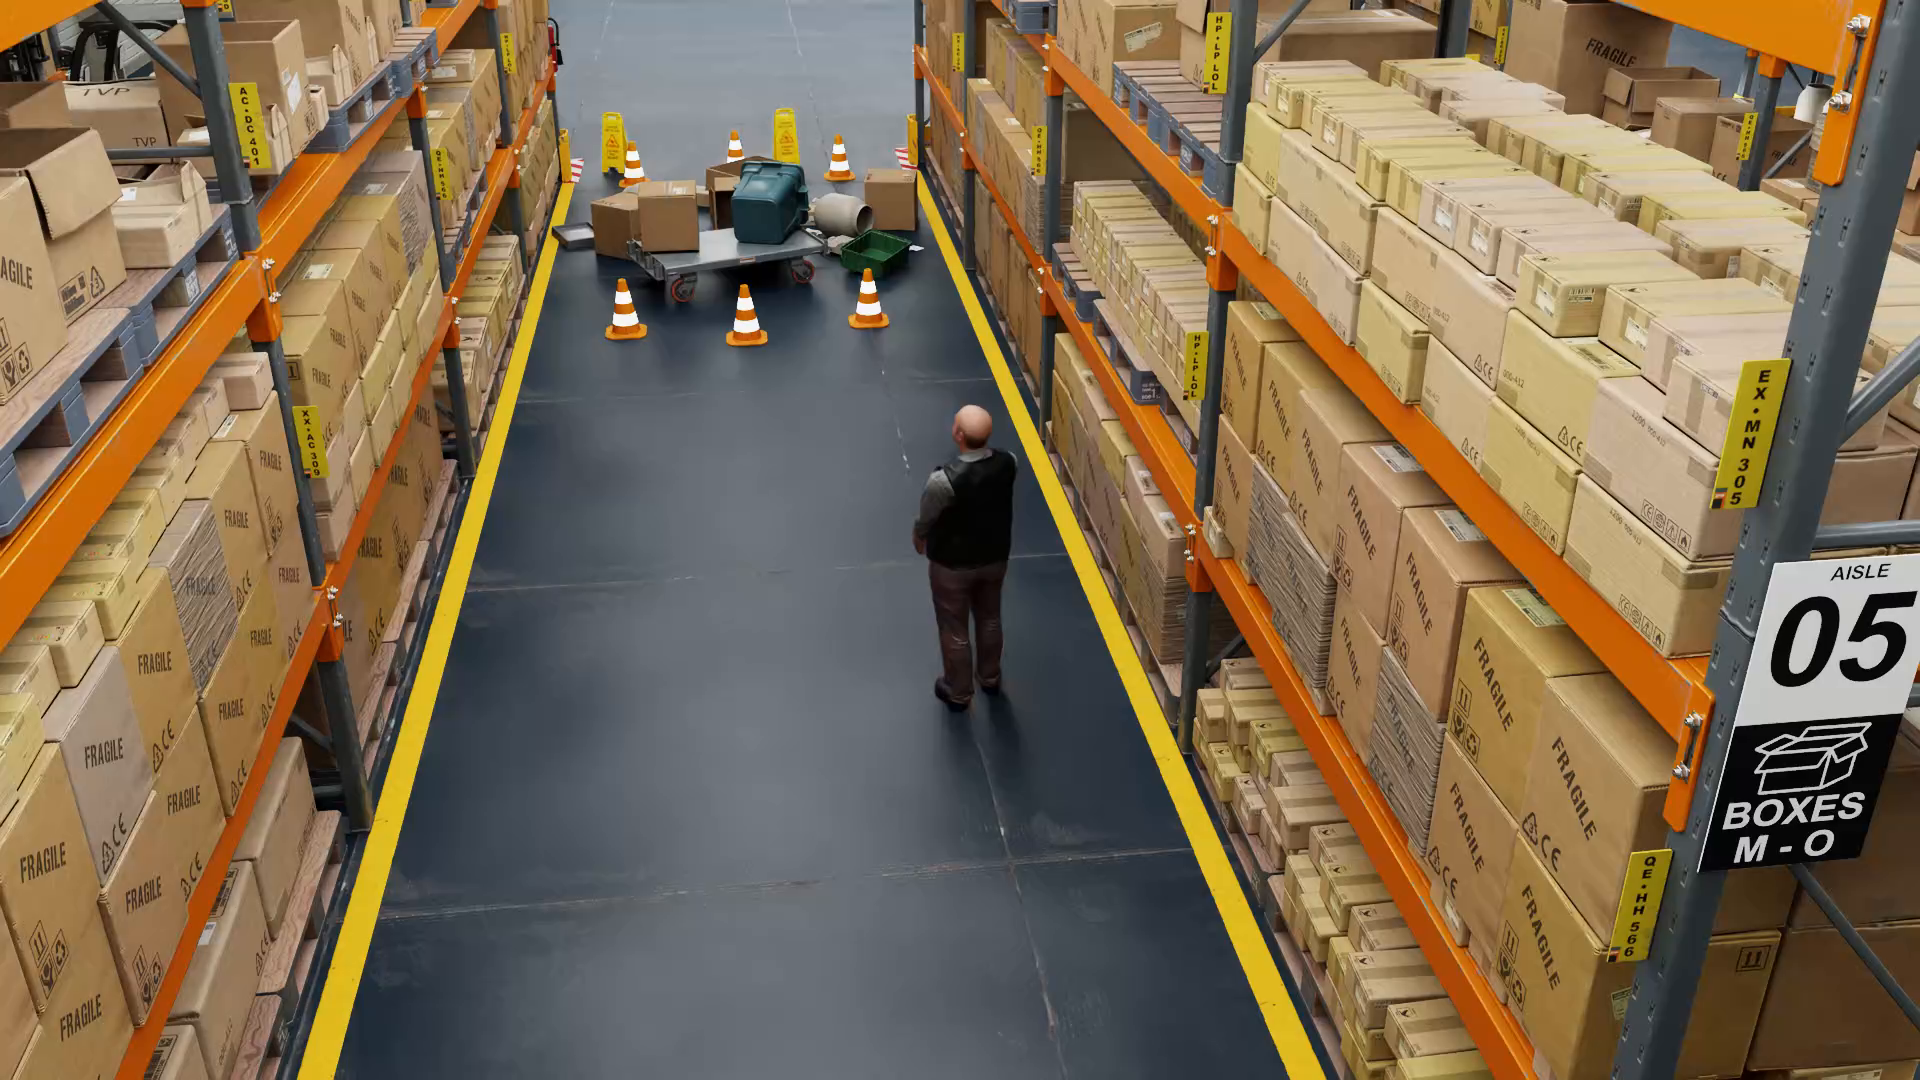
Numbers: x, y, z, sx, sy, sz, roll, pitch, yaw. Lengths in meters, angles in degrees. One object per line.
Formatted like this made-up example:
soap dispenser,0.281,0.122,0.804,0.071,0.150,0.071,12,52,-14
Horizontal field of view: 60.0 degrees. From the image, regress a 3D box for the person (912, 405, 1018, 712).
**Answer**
person,0.020,0.069,8.503,0.556,1.726,0.522,-16,31,-28
